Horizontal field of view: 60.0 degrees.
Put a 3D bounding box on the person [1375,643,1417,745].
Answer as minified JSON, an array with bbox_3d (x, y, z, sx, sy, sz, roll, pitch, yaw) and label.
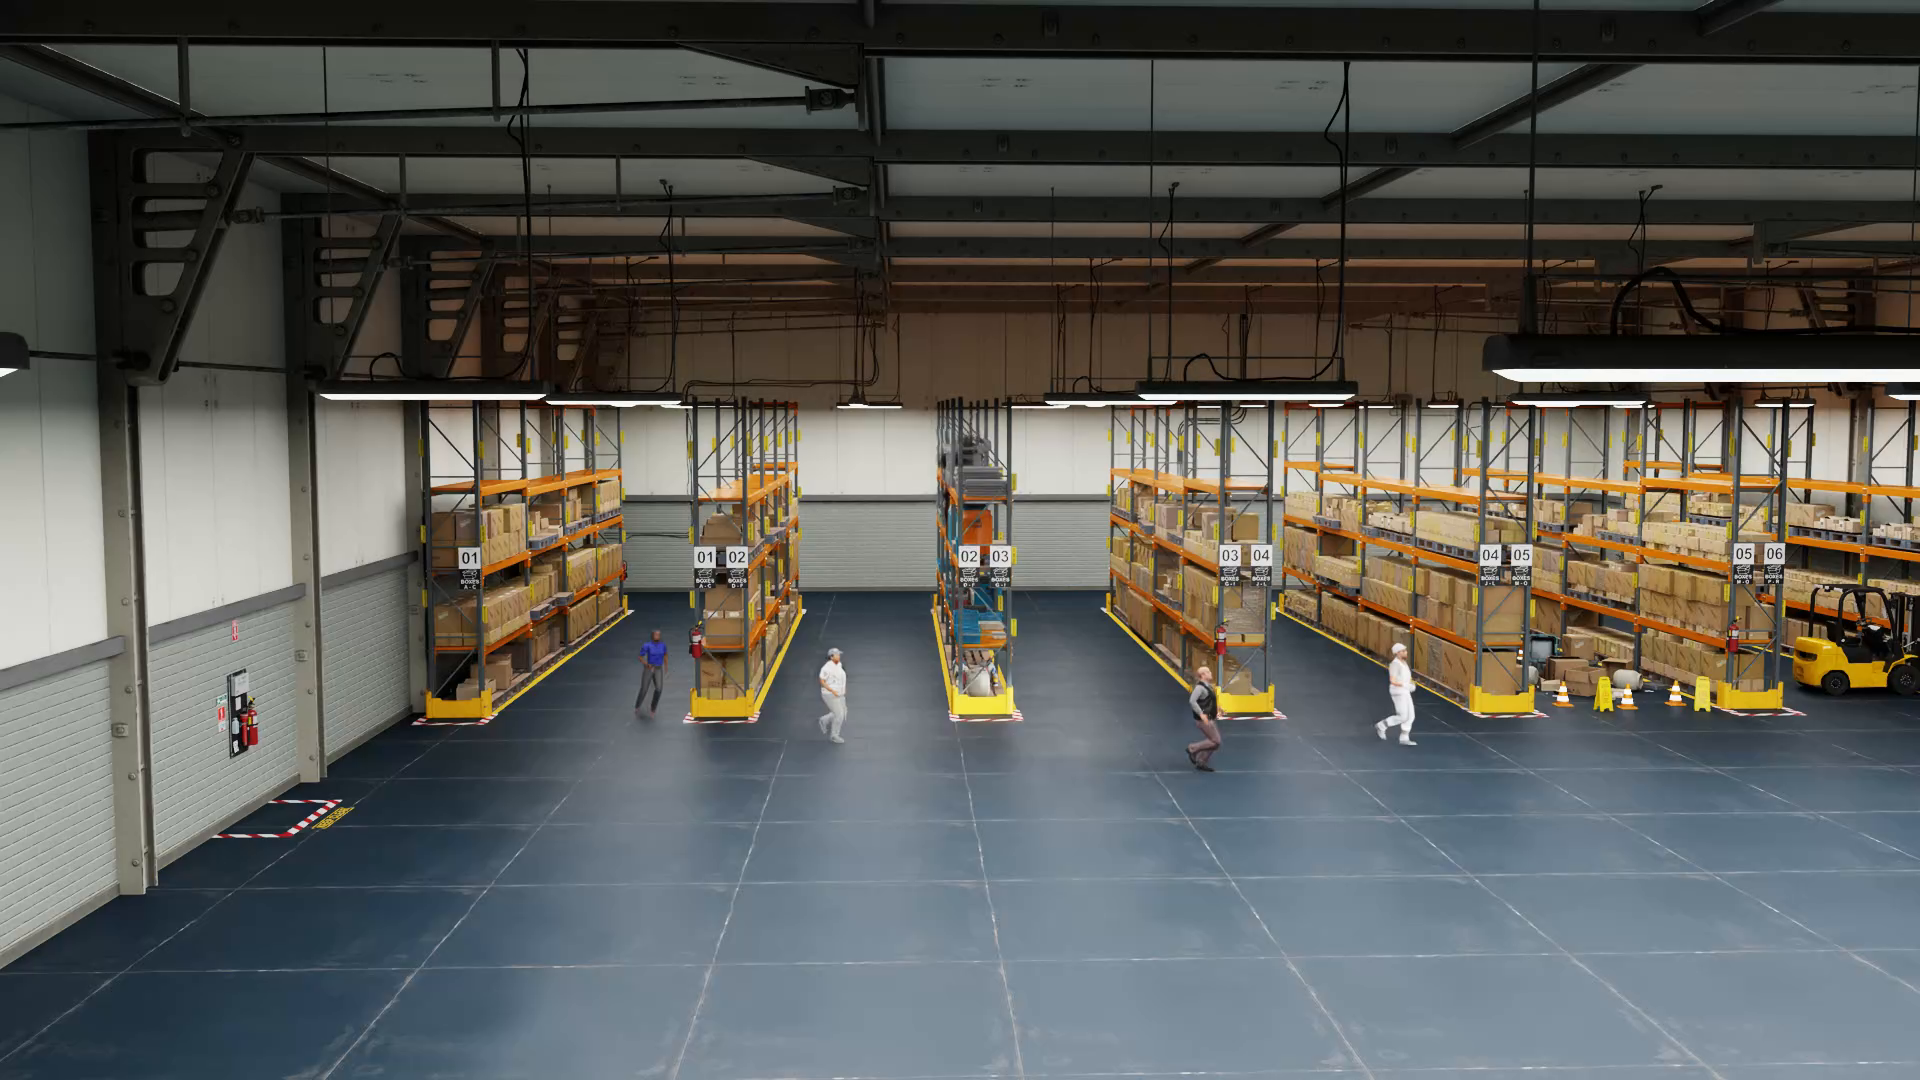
[{"bbox_3d":[7.525,2.646,28.598,0.716,1.749,0.661,3,5,33],"label":"person"}]

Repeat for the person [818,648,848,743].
[{"bbox_3d":[-2.257,2.685,28.949,0.609,1.629,0.609,2,5,26],"label":"person"}]

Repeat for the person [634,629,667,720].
[{"bbox_3d":[-5.771,2.508,31.257,0.660,1.677,0.681,-2,5,-27],"label":"person"}]

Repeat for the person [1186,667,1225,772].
[{"bbox_3d":[3.904,2.851,26.452,0.578,1.684,0.665,2,5,20],"label":"person"}]
